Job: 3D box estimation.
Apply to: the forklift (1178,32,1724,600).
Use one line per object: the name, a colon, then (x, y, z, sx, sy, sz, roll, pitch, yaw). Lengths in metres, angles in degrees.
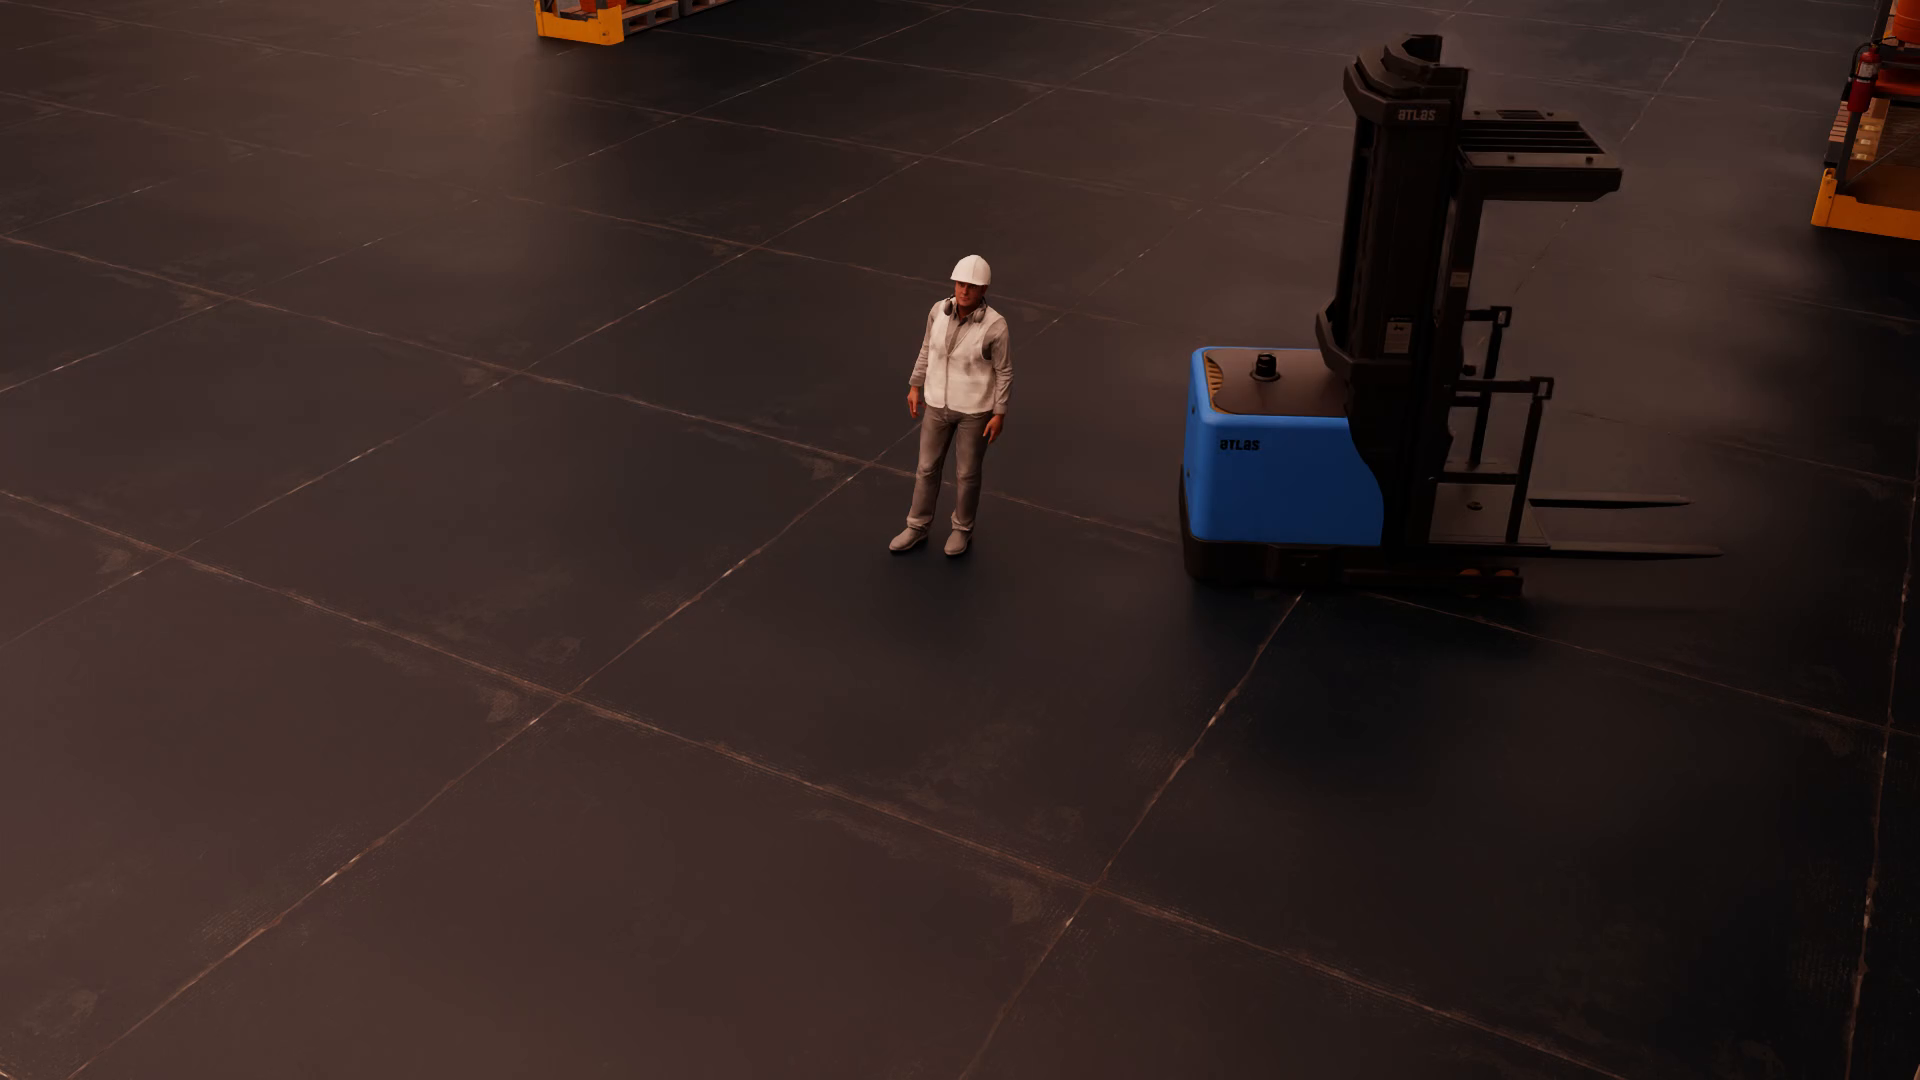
forklift: (2.839, -1.207, 9.163, 3.031, 2.935, 1.130, 2, 30, 3)

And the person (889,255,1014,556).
person: (-0.037, -0.750, 9.512, 0.633, 1.774, 0.568, 15, 33, 25)
